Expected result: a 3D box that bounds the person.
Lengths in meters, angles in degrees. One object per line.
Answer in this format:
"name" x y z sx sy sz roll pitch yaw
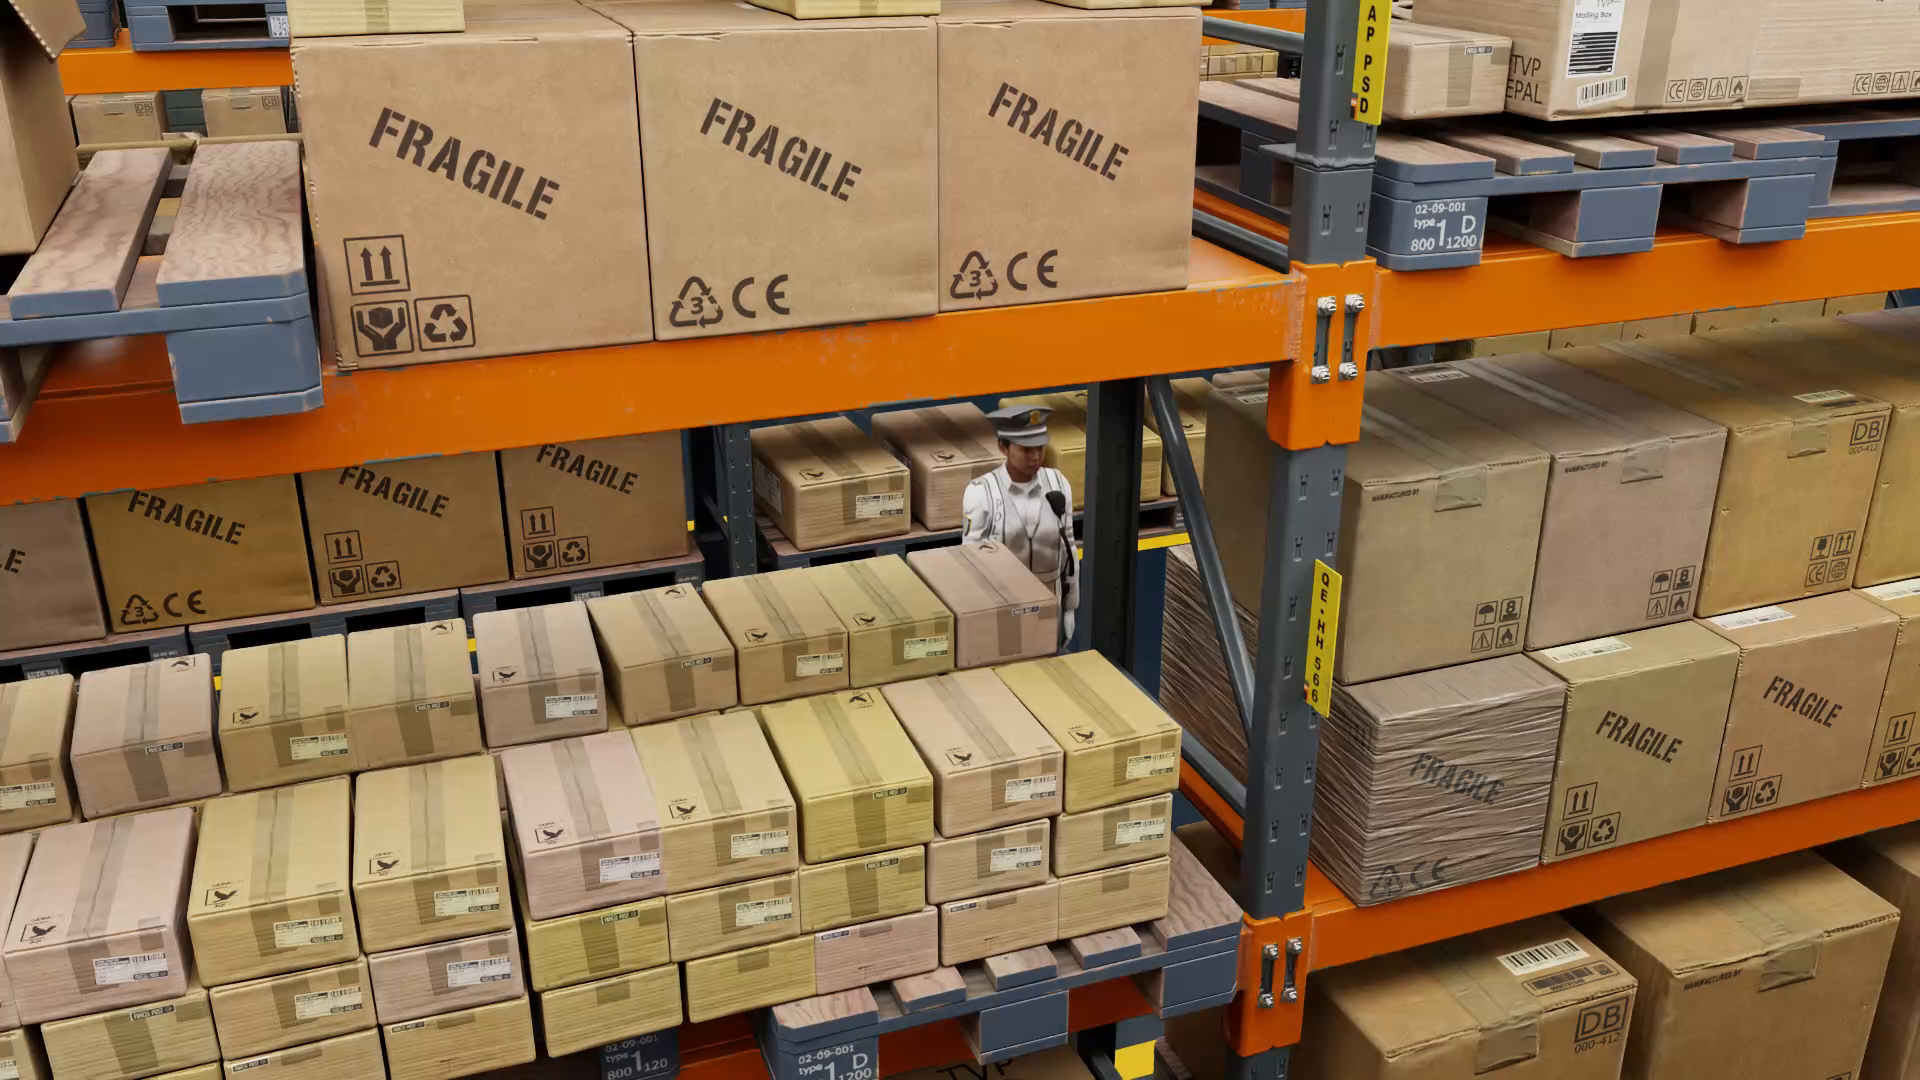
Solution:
"person" 0.238 0.293 6.400 0.470 1.712 0.339 -8 24 -18
